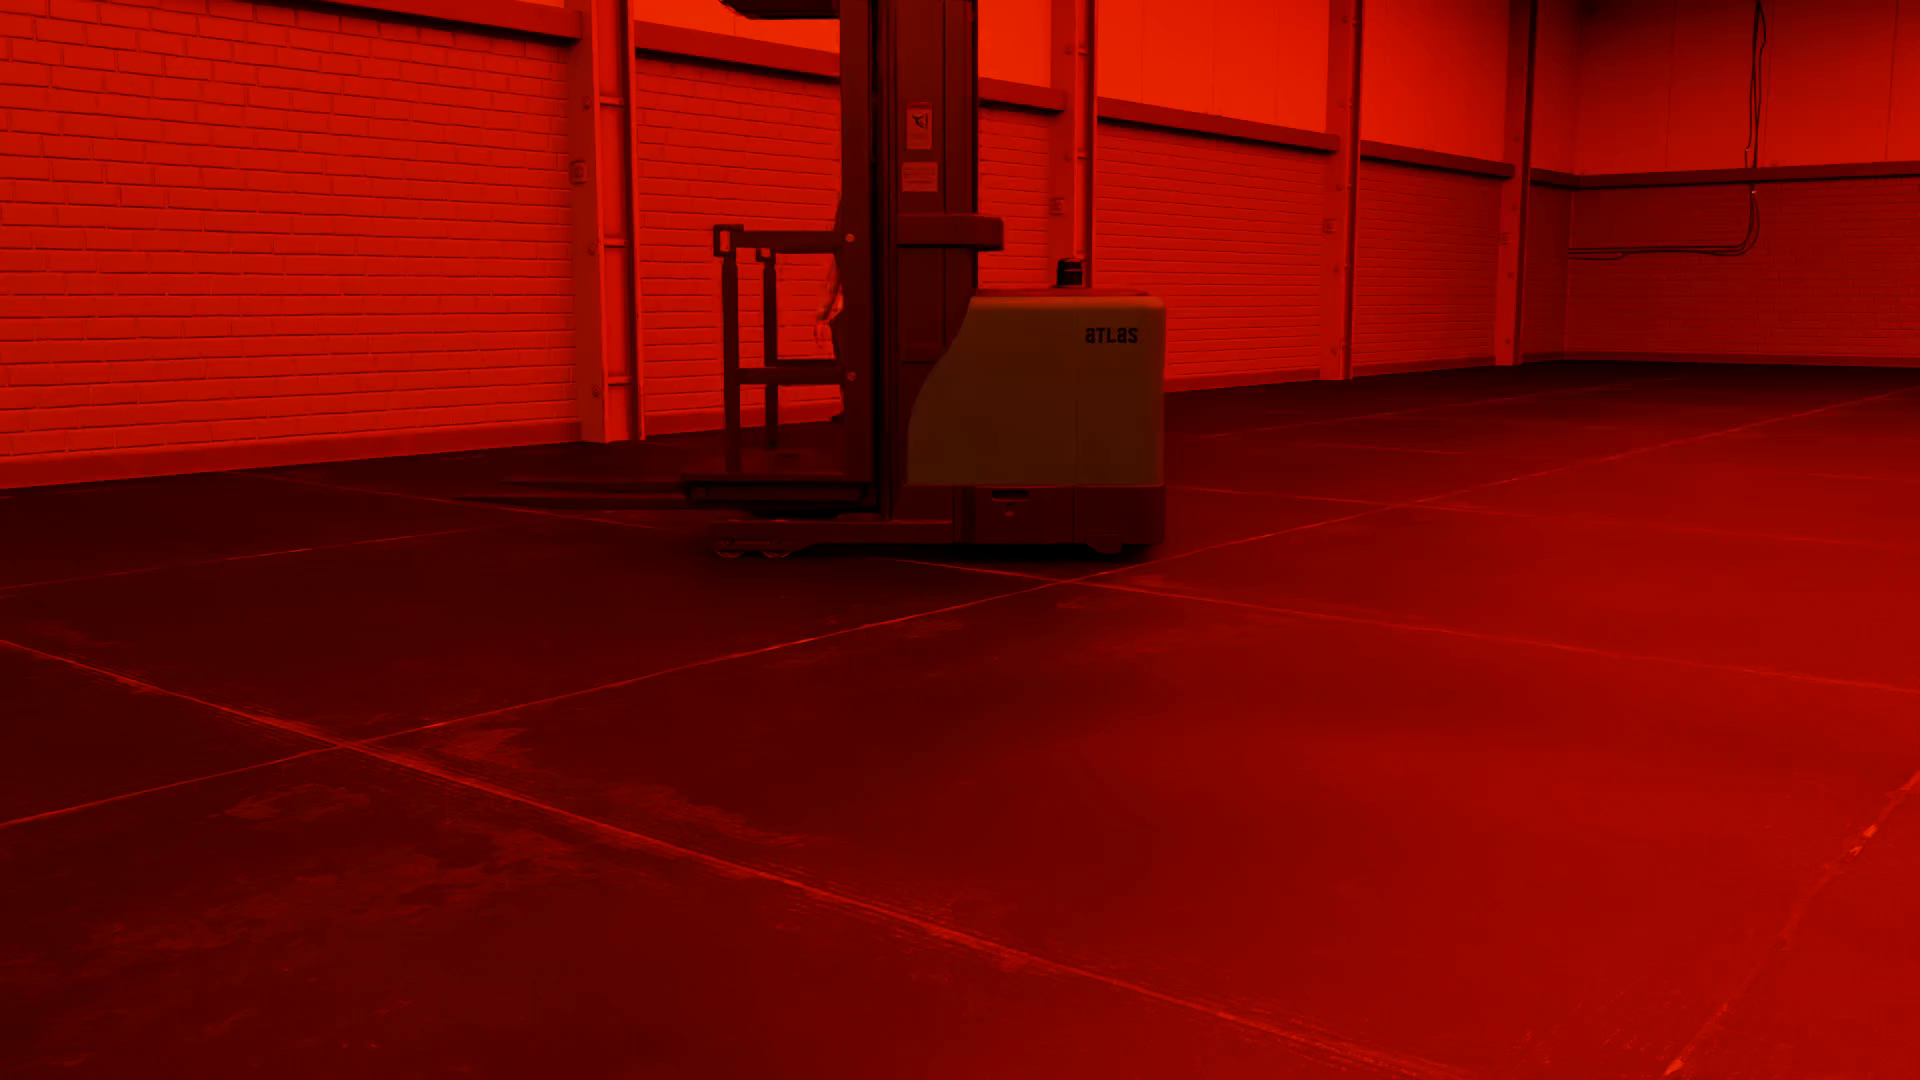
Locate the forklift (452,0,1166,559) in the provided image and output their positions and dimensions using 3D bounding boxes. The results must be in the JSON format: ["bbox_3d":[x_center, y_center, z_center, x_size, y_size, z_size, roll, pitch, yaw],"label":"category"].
[{"bbox_3d":[-0.645,-1.448,7.175,3.031,2.935,1.130,0,8,3],"label":"forklift"}]

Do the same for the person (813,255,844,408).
[{"bbox_3d":[-0.568,-1.403,11.051,0.857,1.743,0.466,1,8,5],"label":"person"}]
